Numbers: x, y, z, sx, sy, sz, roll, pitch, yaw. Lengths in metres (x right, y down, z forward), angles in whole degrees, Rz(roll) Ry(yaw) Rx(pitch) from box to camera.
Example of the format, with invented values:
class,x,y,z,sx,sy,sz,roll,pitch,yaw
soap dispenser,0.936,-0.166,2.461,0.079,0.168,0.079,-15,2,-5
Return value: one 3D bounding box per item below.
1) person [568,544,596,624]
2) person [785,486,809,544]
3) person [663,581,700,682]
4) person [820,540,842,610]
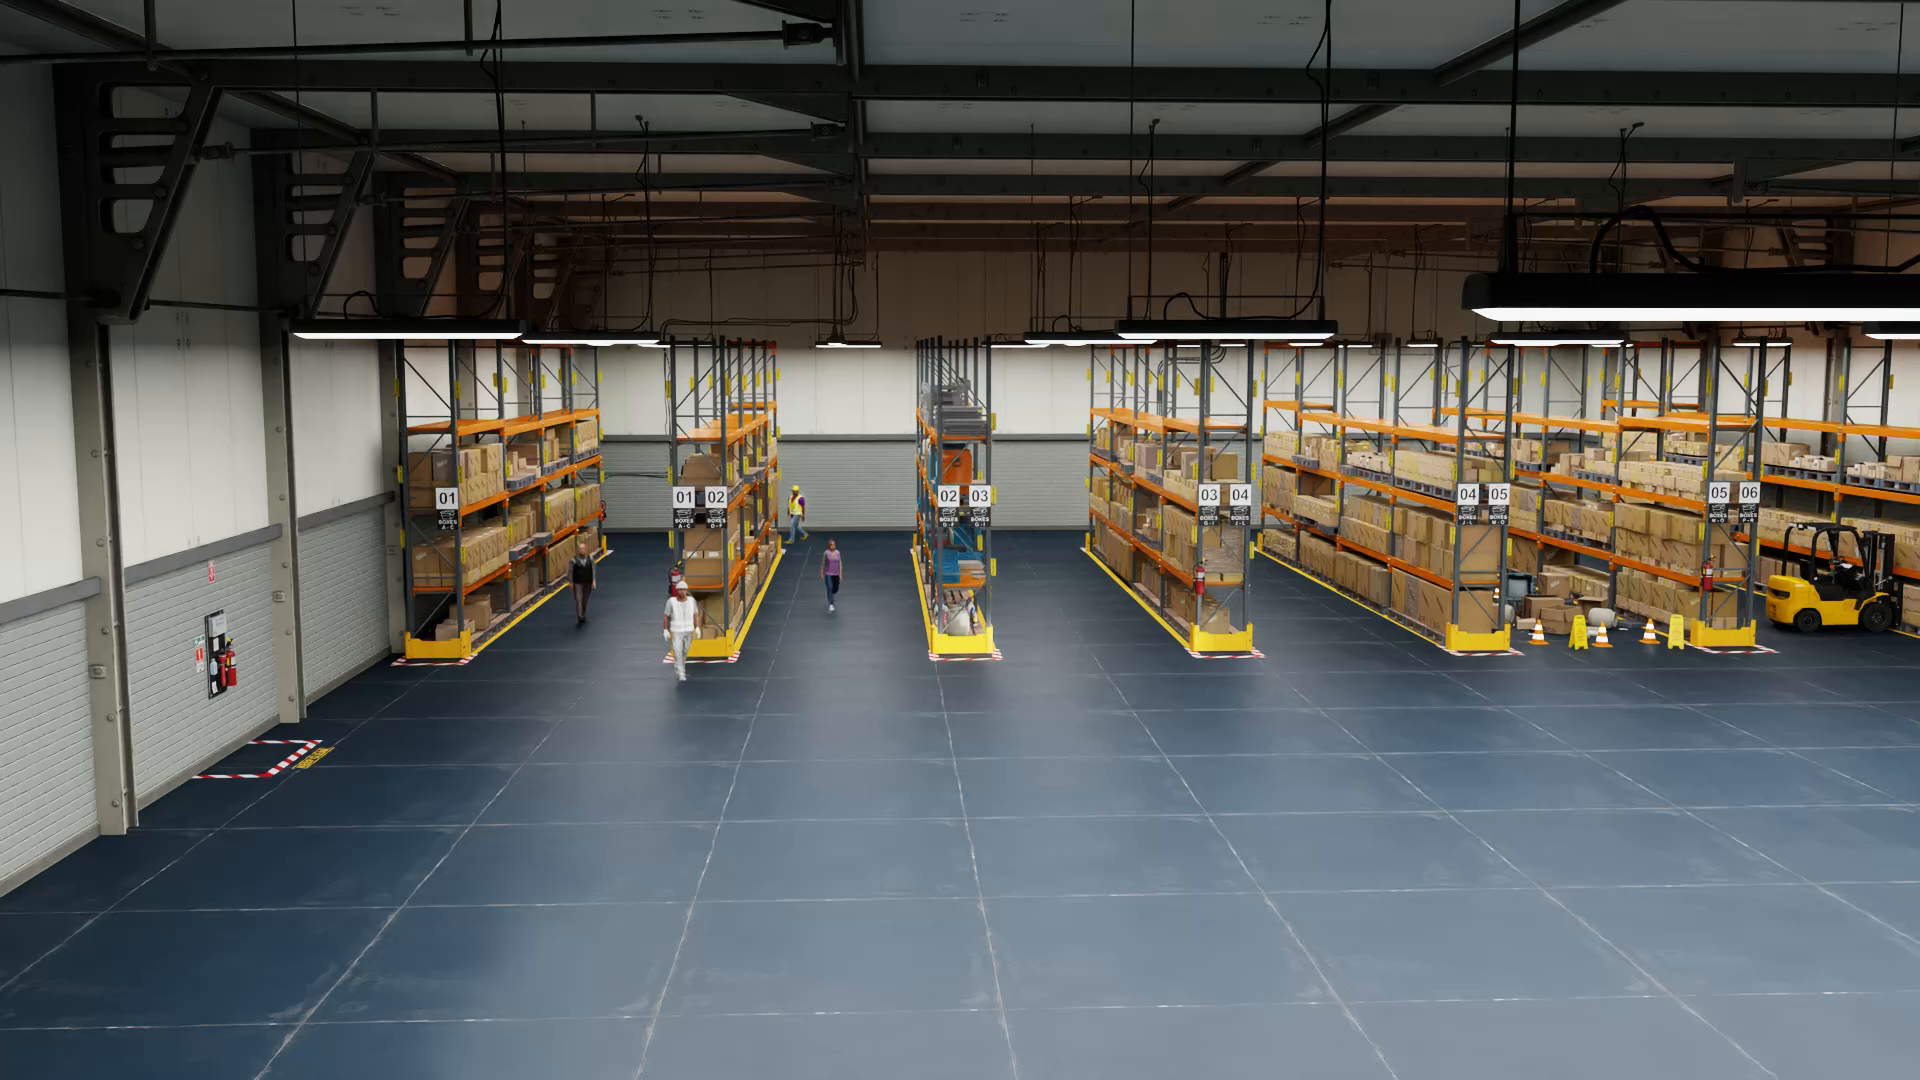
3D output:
class,x,y,z,sx,sy,sz,roll,pitch,yaw
person,-7.896,0.910,34.896,0.567,1.660,1.069,-4,8,-33
person,-4.861,-0.761,49.459,0.977,1.730,0.538,-6,9,-41
person,-4.775,1.572,28.753,0.577,1.722,1.065,-4,8,-31
person,-2.817,0.757,36.714,0.452,1.508,0.967,-3,7,-26
